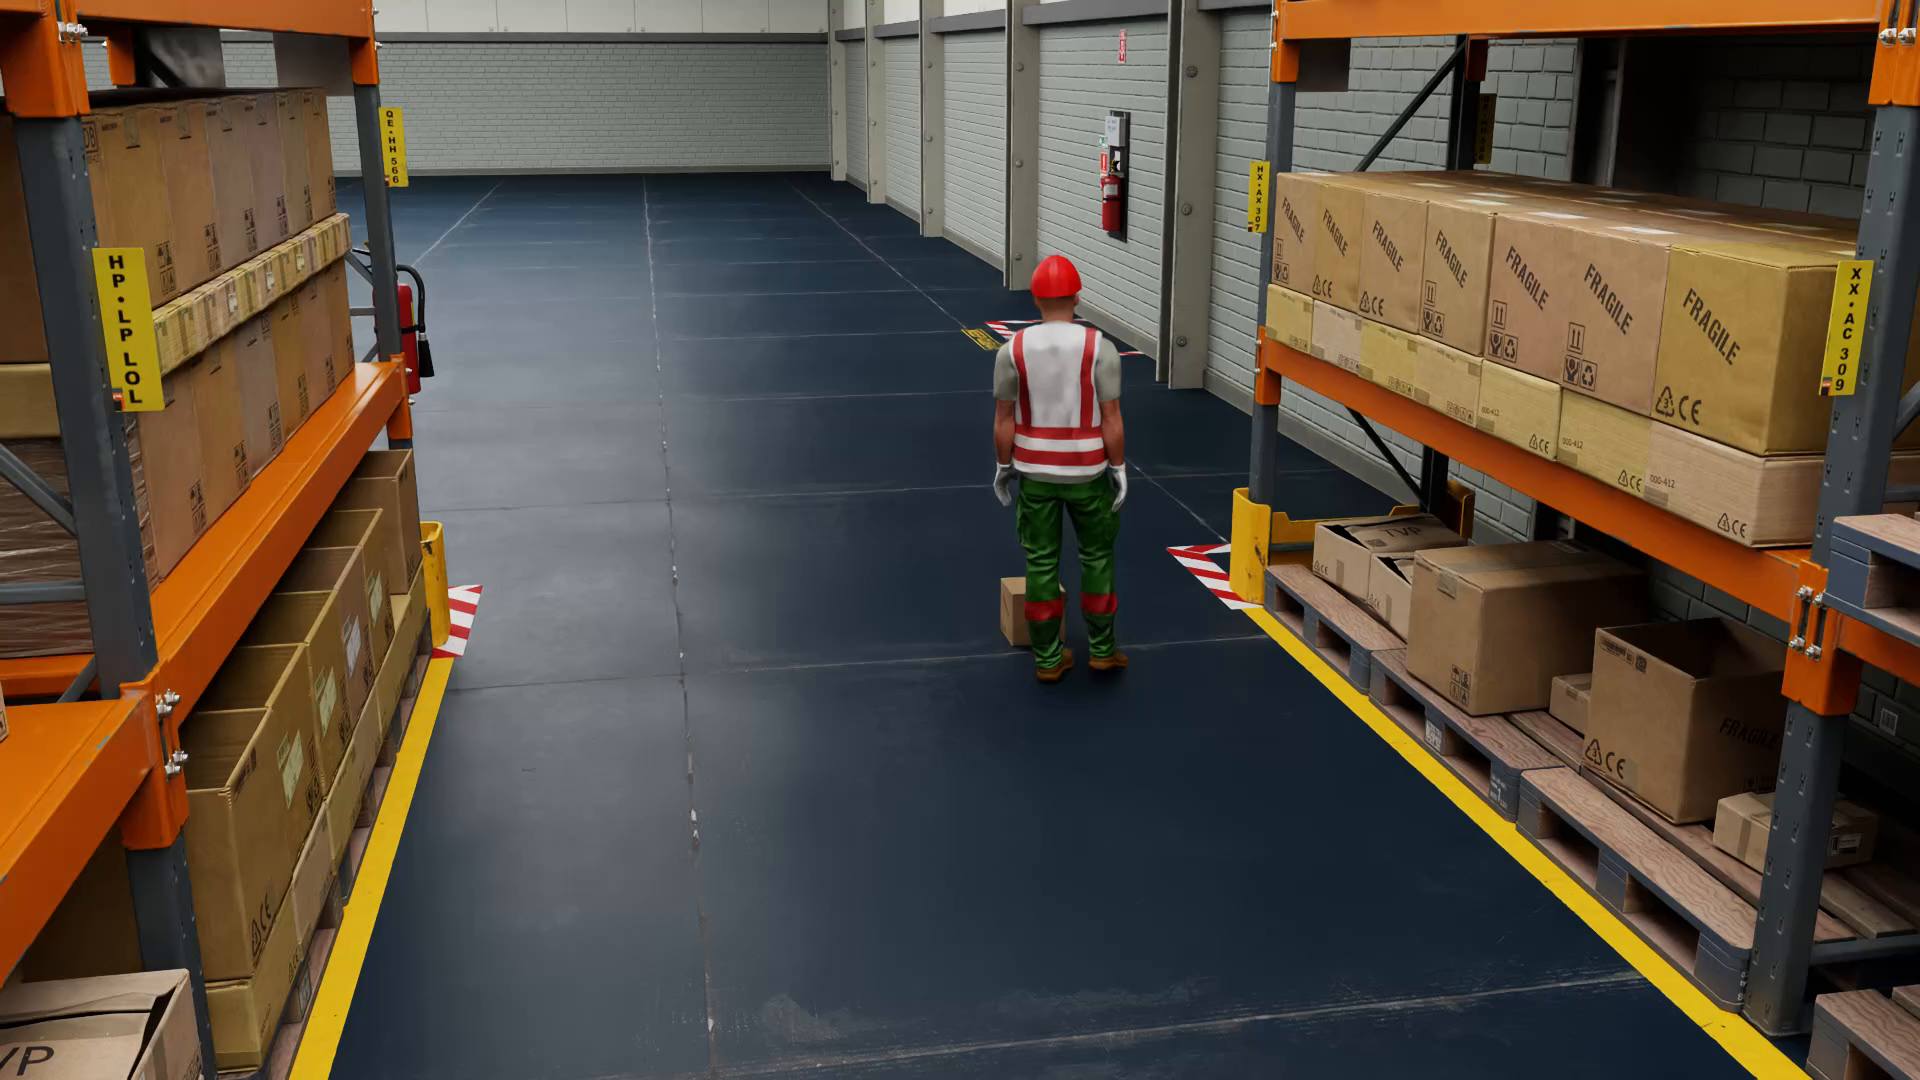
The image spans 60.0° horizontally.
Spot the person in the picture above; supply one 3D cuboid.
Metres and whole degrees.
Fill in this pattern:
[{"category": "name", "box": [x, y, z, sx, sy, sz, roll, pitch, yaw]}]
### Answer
[{"category": "person", "box": [0.433, -0.288, 6.966, 0.575, 1.819, 0.478, 3, 16, 10]}]
